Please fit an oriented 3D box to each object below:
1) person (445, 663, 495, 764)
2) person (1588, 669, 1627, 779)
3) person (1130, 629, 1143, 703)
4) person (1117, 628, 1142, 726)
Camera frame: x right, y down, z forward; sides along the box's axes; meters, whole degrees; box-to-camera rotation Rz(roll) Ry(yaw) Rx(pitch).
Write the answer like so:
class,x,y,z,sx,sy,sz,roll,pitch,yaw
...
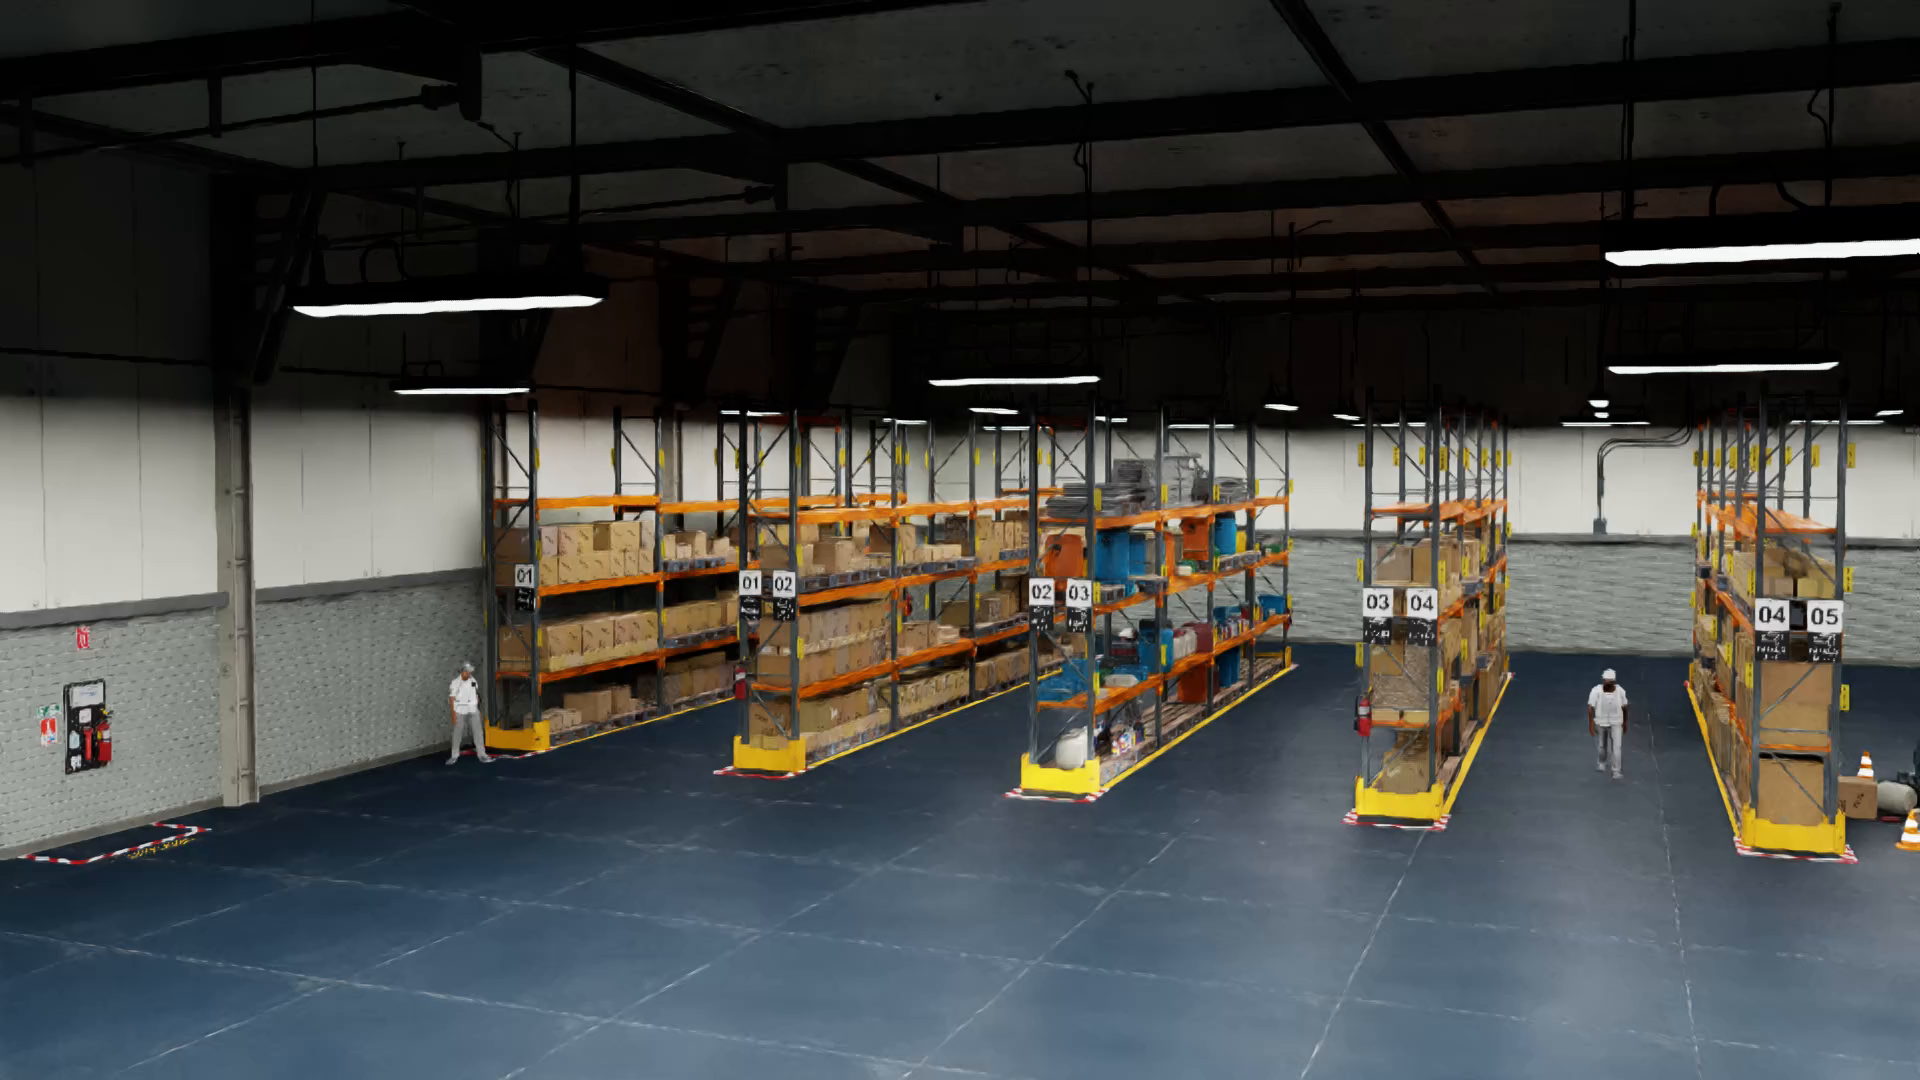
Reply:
class,x,y,z,sx,sy,sz,roll,pitch,yaw
person,-8.049,2.822,27.206,0.717,1.656,0.527,-2,4,-37
person,10.192,2.848,26.171,0.583,1.686,0.930,1,3,20
person,3.548,2.561,33.995,0.566,1.540,0.516,1,3,19
person,3.022,2.454,29.731,0.483,1.765,0.587,1,3,13
